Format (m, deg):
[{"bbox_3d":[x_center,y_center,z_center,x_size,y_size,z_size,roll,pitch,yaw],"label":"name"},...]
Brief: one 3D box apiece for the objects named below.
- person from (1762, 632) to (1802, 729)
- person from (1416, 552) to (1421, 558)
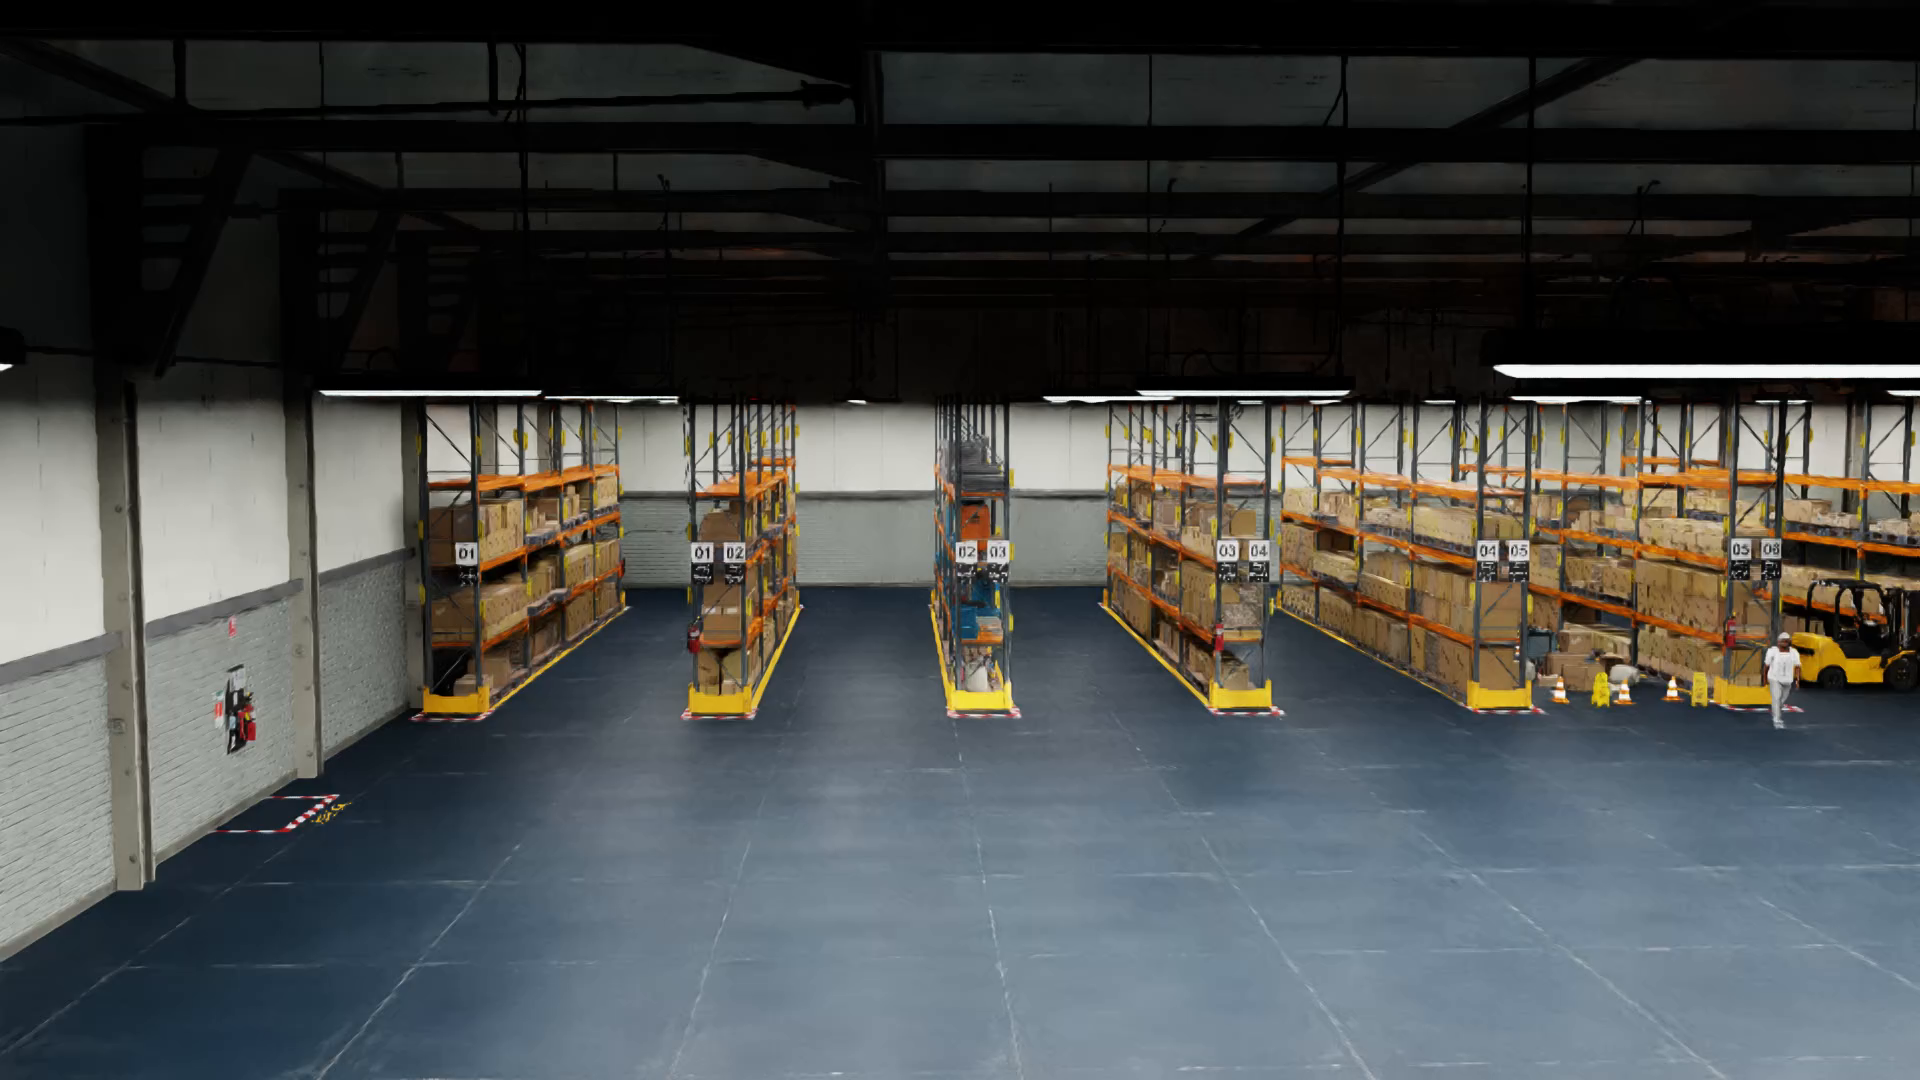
[{"bbox_3d":[14.666,2.487,29.642,0.569,1.708,1.042,1,5,7],"label":"person"},{"bbox_3d":[12.922,1.088,46.988,0.632,1.710,0.636,0,5,-4],"label":"person"}]
